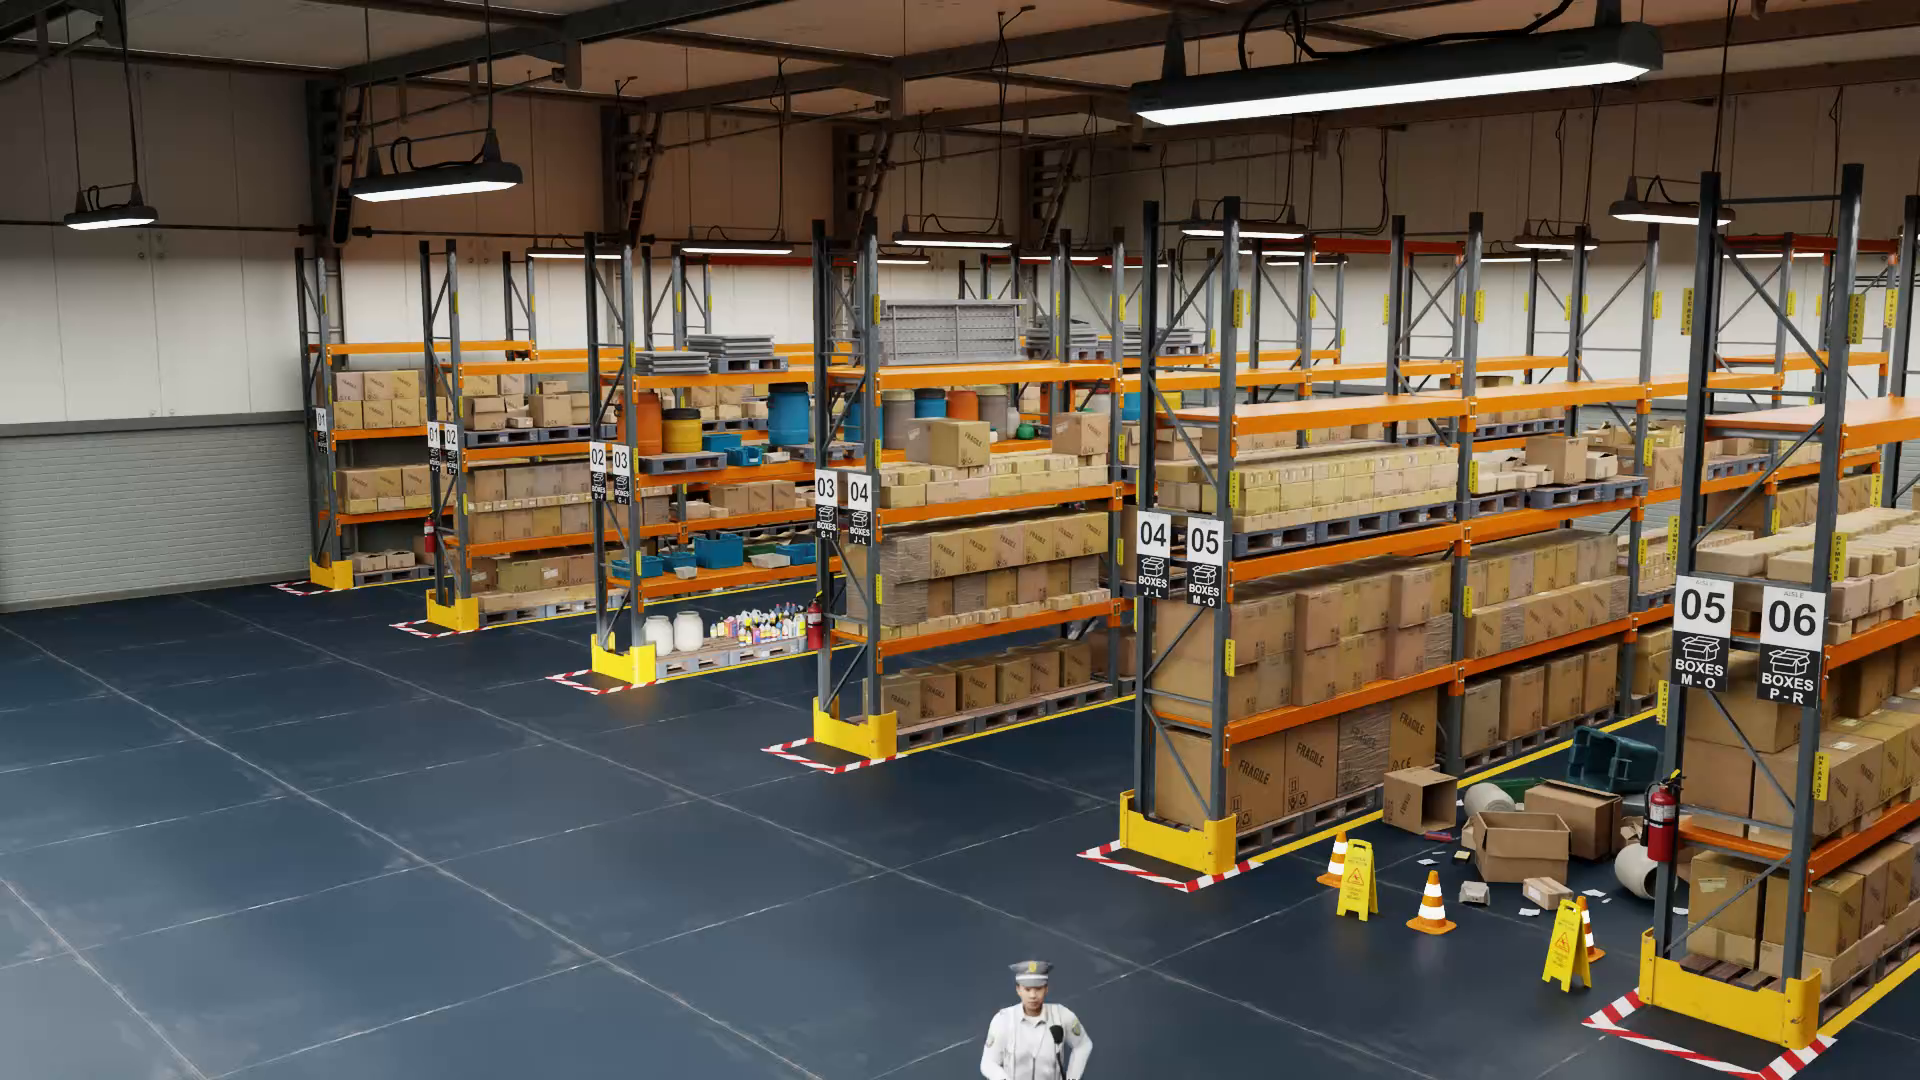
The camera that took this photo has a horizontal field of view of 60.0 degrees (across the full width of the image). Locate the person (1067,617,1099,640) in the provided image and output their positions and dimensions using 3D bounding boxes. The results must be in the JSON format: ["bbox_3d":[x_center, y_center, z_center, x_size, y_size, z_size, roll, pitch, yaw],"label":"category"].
[{"bbox_3d":[1.756,0.539,23.834,0.583,1.704,0.831,7,11,40],"label":"person"}]

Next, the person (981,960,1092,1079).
[{"bbox_3d":[0.406,3.052,8.871,0.599,1.666,0.577,0,8,3],"label":"person"}]
